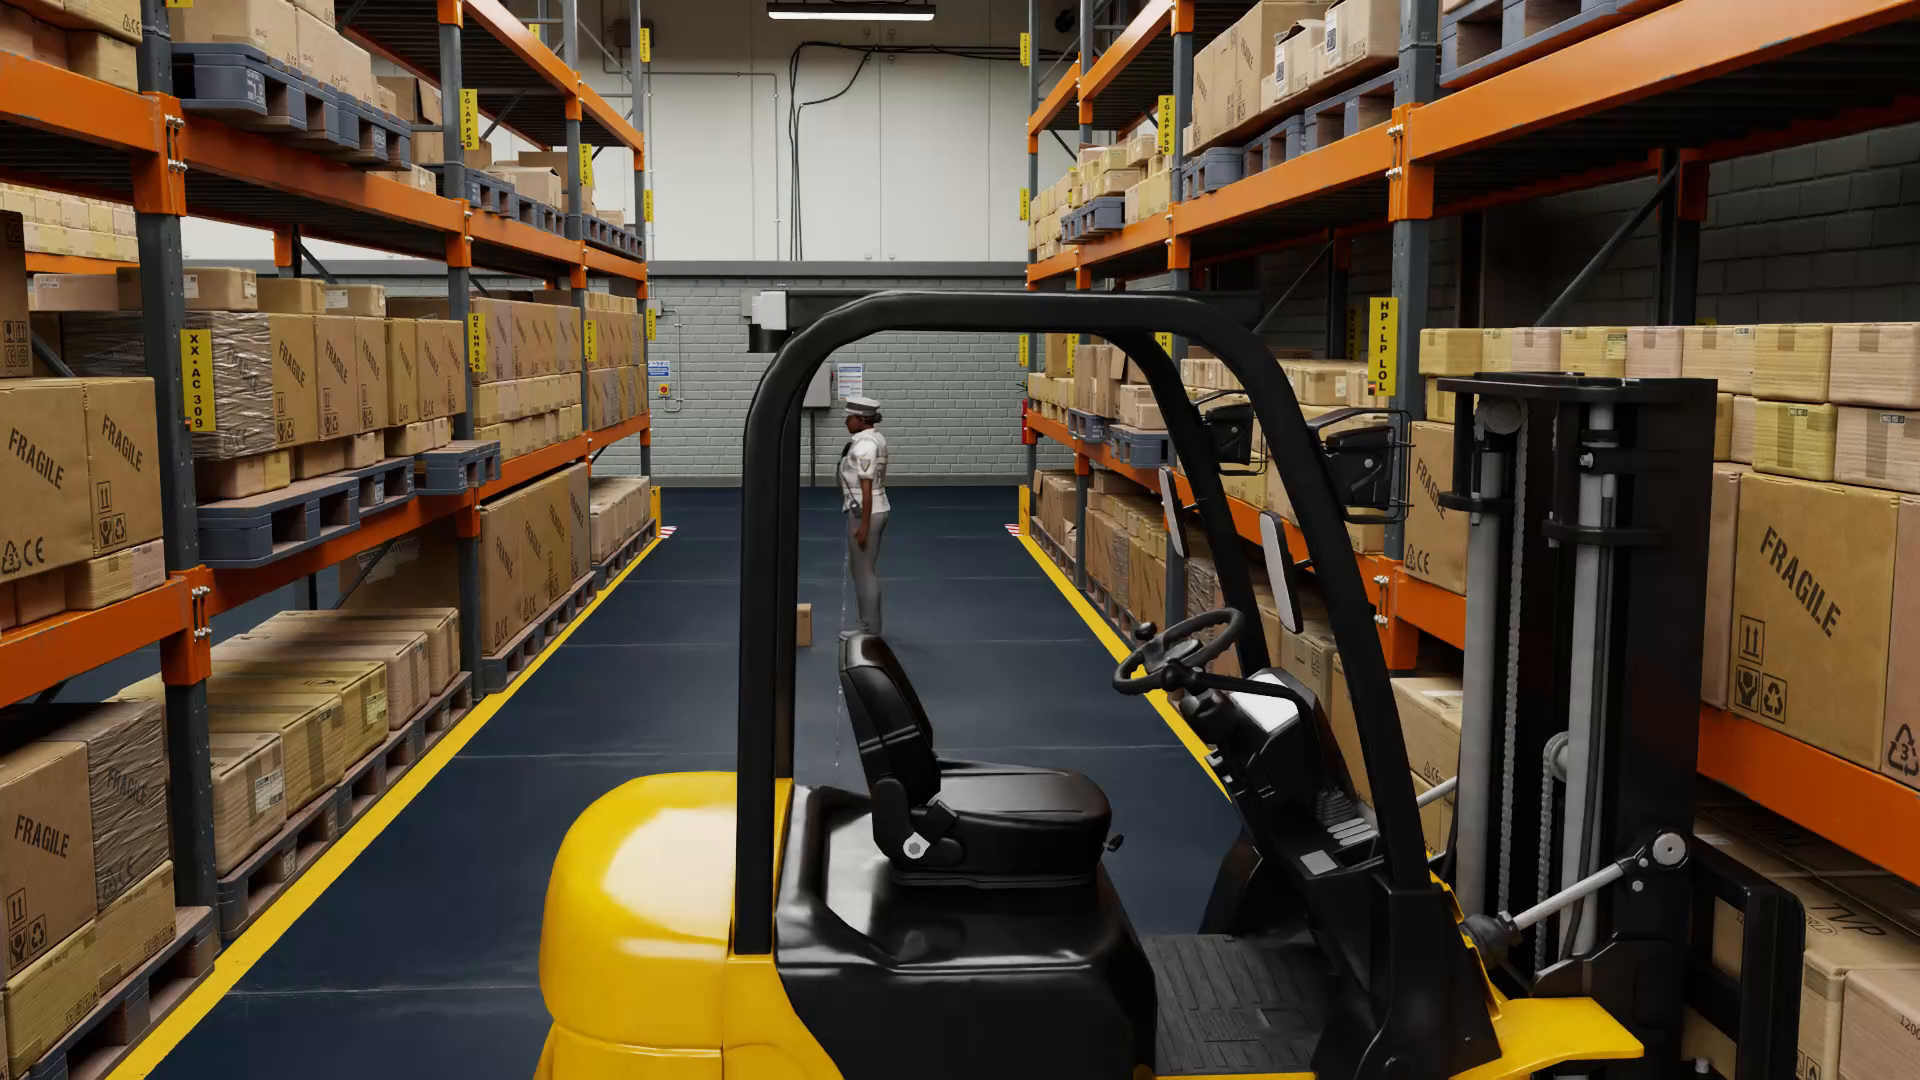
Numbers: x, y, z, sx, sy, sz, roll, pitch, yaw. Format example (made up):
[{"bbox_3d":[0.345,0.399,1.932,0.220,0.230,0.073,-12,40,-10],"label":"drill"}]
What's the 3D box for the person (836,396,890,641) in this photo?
[{"bbox_3d":[-0.659,-0.118,11.313,0.371,1.722,0.545,1,7,8],"label":"person"}]
